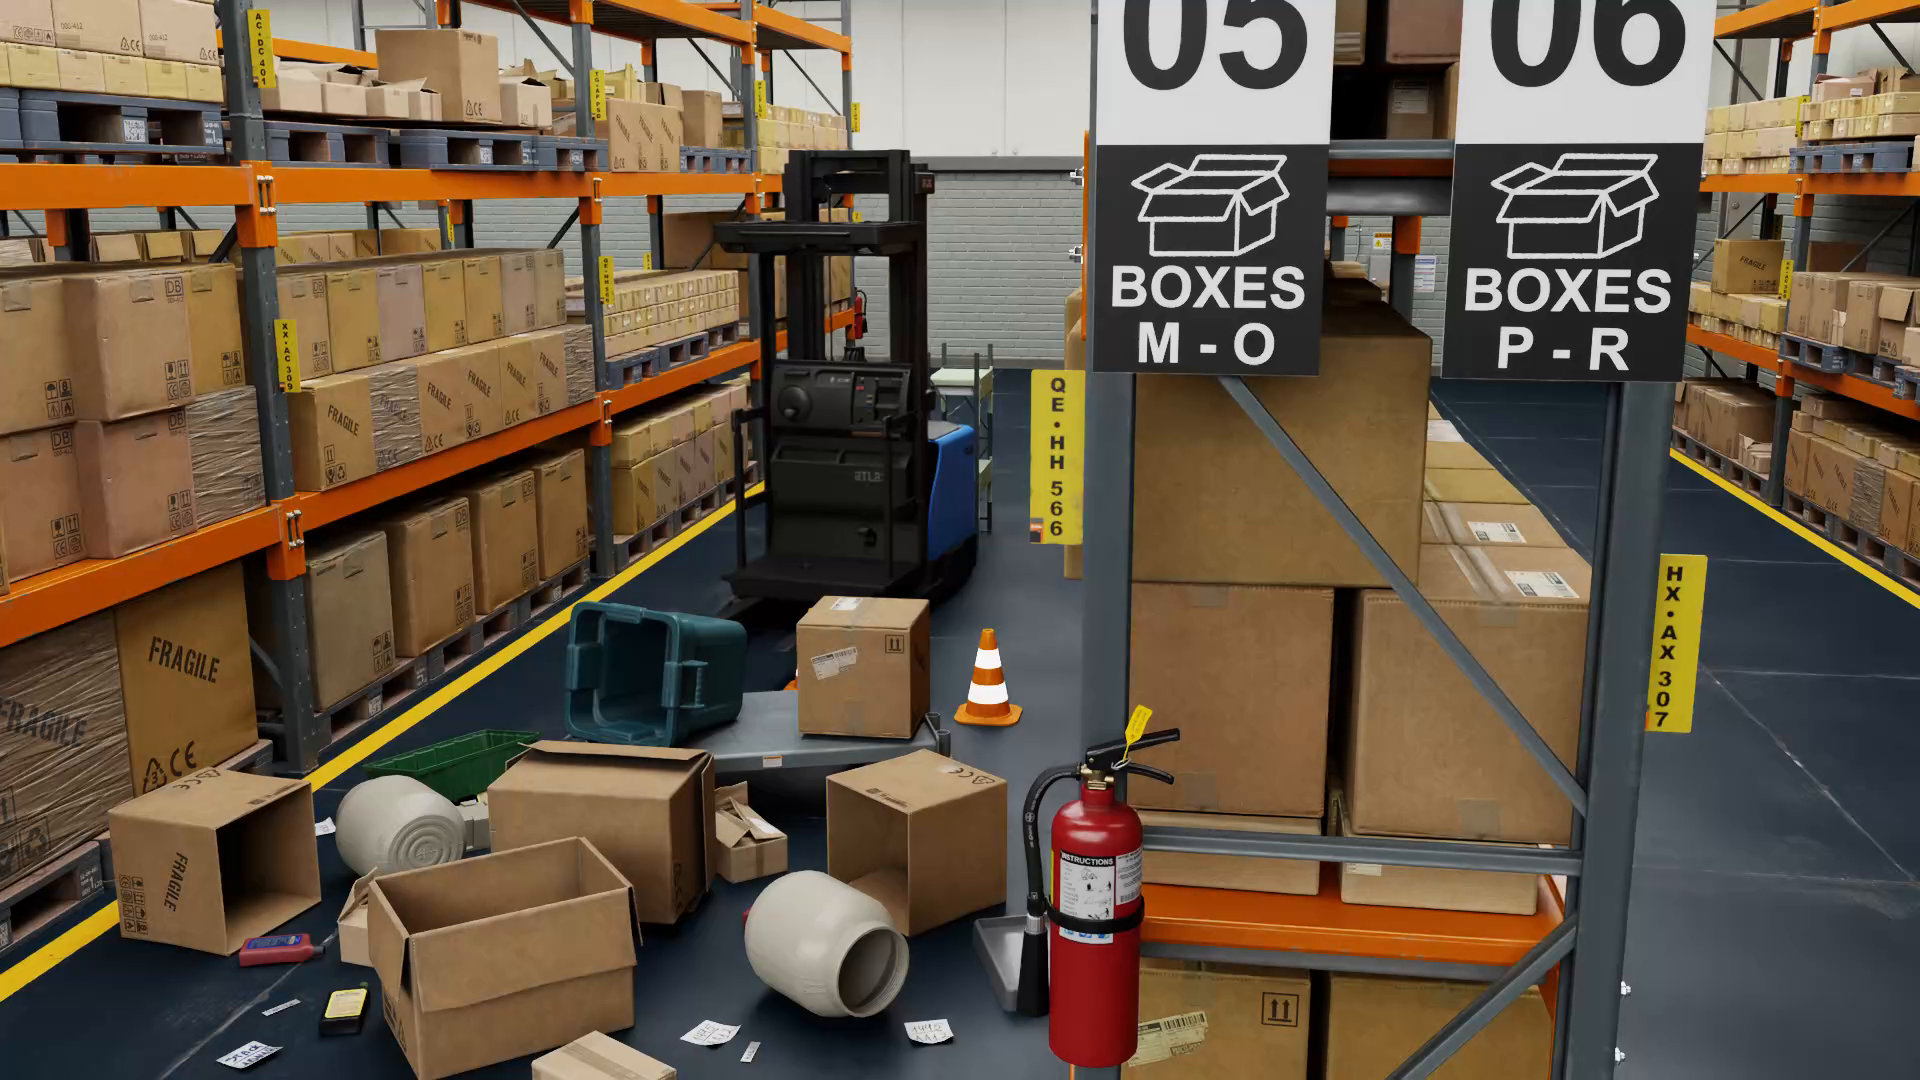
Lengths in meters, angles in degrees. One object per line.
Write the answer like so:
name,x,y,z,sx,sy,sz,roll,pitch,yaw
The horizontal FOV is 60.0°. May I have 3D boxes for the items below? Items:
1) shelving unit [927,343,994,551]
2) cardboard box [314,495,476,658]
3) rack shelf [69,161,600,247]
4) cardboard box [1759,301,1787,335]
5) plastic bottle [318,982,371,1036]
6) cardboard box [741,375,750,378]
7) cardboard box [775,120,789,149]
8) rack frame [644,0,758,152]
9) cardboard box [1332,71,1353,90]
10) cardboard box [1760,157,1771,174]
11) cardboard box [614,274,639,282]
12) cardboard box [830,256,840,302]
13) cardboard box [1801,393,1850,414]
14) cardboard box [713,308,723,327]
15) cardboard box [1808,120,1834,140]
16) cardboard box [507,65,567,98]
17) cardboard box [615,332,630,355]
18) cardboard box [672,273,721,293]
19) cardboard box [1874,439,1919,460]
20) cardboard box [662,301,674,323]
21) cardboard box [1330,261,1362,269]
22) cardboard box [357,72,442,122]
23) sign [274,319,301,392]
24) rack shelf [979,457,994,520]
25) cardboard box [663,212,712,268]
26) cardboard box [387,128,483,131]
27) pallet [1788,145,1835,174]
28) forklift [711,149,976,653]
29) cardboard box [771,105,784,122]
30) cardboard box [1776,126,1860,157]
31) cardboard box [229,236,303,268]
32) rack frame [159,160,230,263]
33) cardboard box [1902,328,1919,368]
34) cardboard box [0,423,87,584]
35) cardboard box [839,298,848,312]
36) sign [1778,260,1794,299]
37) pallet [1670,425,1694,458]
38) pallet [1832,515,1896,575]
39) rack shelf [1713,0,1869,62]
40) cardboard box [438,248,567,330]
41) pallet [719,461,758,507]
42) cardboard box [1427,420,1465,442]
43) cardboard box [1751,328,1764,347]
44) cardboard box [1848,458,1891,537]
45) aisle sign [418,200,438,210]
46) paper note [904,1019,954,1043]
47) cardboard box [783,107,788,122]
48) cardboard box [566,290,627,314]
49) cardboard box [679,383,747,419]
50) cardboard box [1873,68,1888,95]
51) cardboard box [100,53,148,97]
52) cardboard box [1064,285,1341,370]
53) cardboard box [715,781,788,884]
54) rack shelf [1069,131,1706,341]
shelving unit,-0.001,-0.732,12.829,0.431,1.500,0.755,2,12,9
cardboard box,-3.407,0.180,9.380,1.050,0.750,0.750,2,12,9
rack shelf,-3.258,-1.912,9.334,1.077,0.370,4.000,2,12,9
cardboard box,7.314,-1.933,14.494,0.500,0.250,0.500,2,12,10
plastic bottle,-2.059,1.566,5.581,0.133,0.061,0.283,-2,12,-11
cardboard box,-2.181,-1.720,18.212,0.380,0.149,0.250,1,12,6
cardboard box,-1.942,-3.880,15.927,0.500,0.250,0.500,2,12,8
rack frame,-2.335,-4.979,14.738,1.000,3.000,0.127,2,12,9
cardboard box,0.630,-1.167,3.820,0.500,0.250,0.500,2,12,8
cardboard box,7.373,-3.333,14.814,0.380,0.149,0.250,2,12,8
cardboard box,-2.970,-2.189,14.220,0.380,0.149,0.250,2,12,8
cardboard box,-1.619,-2.865,18.223,0.500,0.500,0.500,2,12,8
cardboard box,7.219,-1.125,13.785,0.380,0.149,0.250,2,12,8
cardboard box,-2.280,-1.934,14.448,0.380,0.149,0.250,2,12,8
cardboard box,6.964,-3.243,13.163,0.380,0.149,0.250,2,12,9
cardboard box,-3.081,-3.303,12.027,0.396,0.266,0.258,2,12,9
cardboard box,-2.641,-1.439,12.150,0.380,0.149,0.250,2,12,11
cardboard box,-2.286,-2.220,14.364,0.380,0.149,0.250,1,12,7
cardboard box,7.007,-0.651,12.289,0.380,0.149,0.250,2,12,9
cardboard box,-2.481,-1.804,13.138,0.380,0.149,0.250,2,12,8
cardboard box,1.984,-1.442,9.083,0.380,0.149,0.250,1,12,6
cardboard box,-3.068,-2.419,9.062,0.396,0.266,0.258,2,12,9
sign,-3.017,-0.826,7.461,0.100,0.325,0.005,2,12,9
rack shelf,-0.001,-0.413,12.898,0.431,0.370,0.720,2,12,9
cardboard box,-2.530,-2.836,15.718,0.500,0.500,0.500,1,12,7
cardboard box,-3.279,-2.747,10.479,0.500,0.311,0.500,2,12,9
pallet,7.307,-2.988,13.065,1.213,0.211,1.003,2,12,9
forklift,-0.825,-0.929,10.348,1.130,2.935,3.031,4,13,18
cardboard box,-1.909,-4.094,15.973,0.380,0.149,0.250,2,12,7
cardboard box,7.304,-3.394,14.153,0.500,0.250,0.500,2,12,9
cardboard box,-6.894,-2.759,16.543,0.500,0.500,0.500,2,12,9
rack frame,-7.220,-2.228,16.214,1.000,3.000,0.127,2,12,9
cardboard box,6.704,-1.277,11.157,0.500,0.250,0.500,1,12,6
cardboard box,-3.872,-0.154,6.230,0.875,0.550,0.550,2,12,9
cardboard box,-1.491,-2.680,18.903,0.380,0.149,0.250,2,12,9
sign,6.940,-2.186,13.964,0.100,0.325,0.005,2,12,9
pallet,7.959,-1.035,17.295,1.003,0.211,1.213,2,12,9
pallet,7.204,0.041,12.302,1.003,0.211,1.213,2,12,9
rack shelf,7.784,-4.743,15.357,1.077,0.370,4.000,2,12,9
cardboard box,-3.029,-1.659,10.959,0.700,0.500,0.500,2,12,8
pallet,-2.453,-0.521,14.912,1.003,0.211,1.213,2,12,9
cardboard box,1.371,-0.120,5.488,0.500,0.500,0.500,2,12,10
cardboard box,7.311,-1.809,14.863,0.380,0.149,0.250,2,12,10
cardboard box,6.941,-0.315,12.269,0.500,0.500,0.500,1,12,7
aisle sign,-6.298,-4.337,19.828,0.394,0.787,0.004,2,12,9
paper note,-0.101,1.608,5.461,0.142,0.019,0.148,-2,12,-11
cardboard box,-1.889,-4.148,16.226,0.380,0.149,0.250,1,12,7
cardboard box,-2.649,-1.733,12.103,0.380,0.149,0.250,2,12,7
cardboard box,-2.200,-1.233,14.753,0.500,0.250,0.500,2,12,7
cardboard box,7.498,-3.627,13.256,0.396,0.266,0.258,2,12,8
cardboard box,-3.382,-1.787,6.405,0.380,0.149,0.250,2,12,10
cardboard box,0.651,-0.420,4.507,0.700,0.500,0.500,2,12,8
cardboard box,-0.905,1.195,6.820,0.258,0.266,0.396,-7,14,-30
rack shelf,1.034,-0.940,4.824,1.077,0.370,4.000,2,12,9
